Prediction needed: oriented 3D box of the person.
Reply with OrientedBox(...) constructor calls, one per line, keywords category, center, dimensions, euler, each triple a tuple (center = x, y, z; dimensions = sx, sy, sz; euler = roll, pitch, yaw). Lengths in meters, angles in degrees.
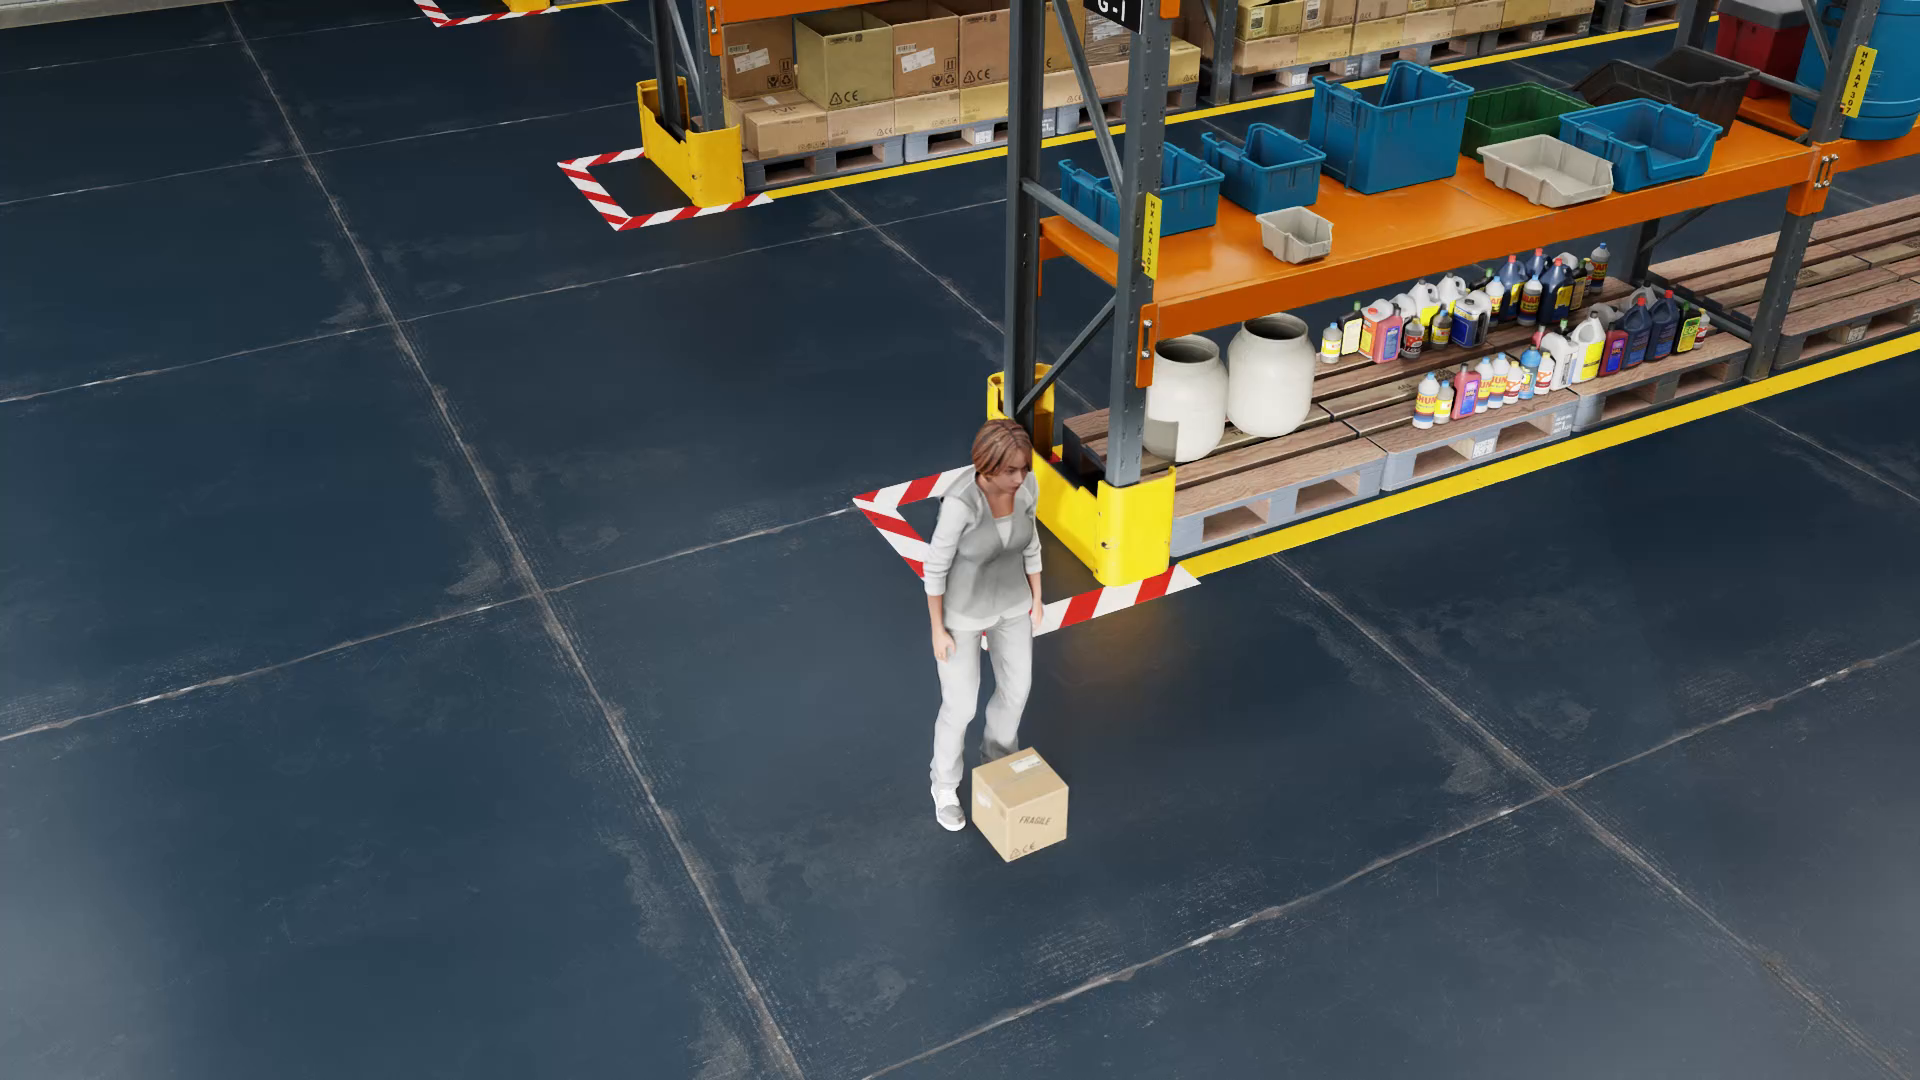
OrientedBox(category="person", center=(0.096, 0.273, 5.739), dimensions=(0.473, 1.592, 0.377), euler=(-18, 38, -25))
